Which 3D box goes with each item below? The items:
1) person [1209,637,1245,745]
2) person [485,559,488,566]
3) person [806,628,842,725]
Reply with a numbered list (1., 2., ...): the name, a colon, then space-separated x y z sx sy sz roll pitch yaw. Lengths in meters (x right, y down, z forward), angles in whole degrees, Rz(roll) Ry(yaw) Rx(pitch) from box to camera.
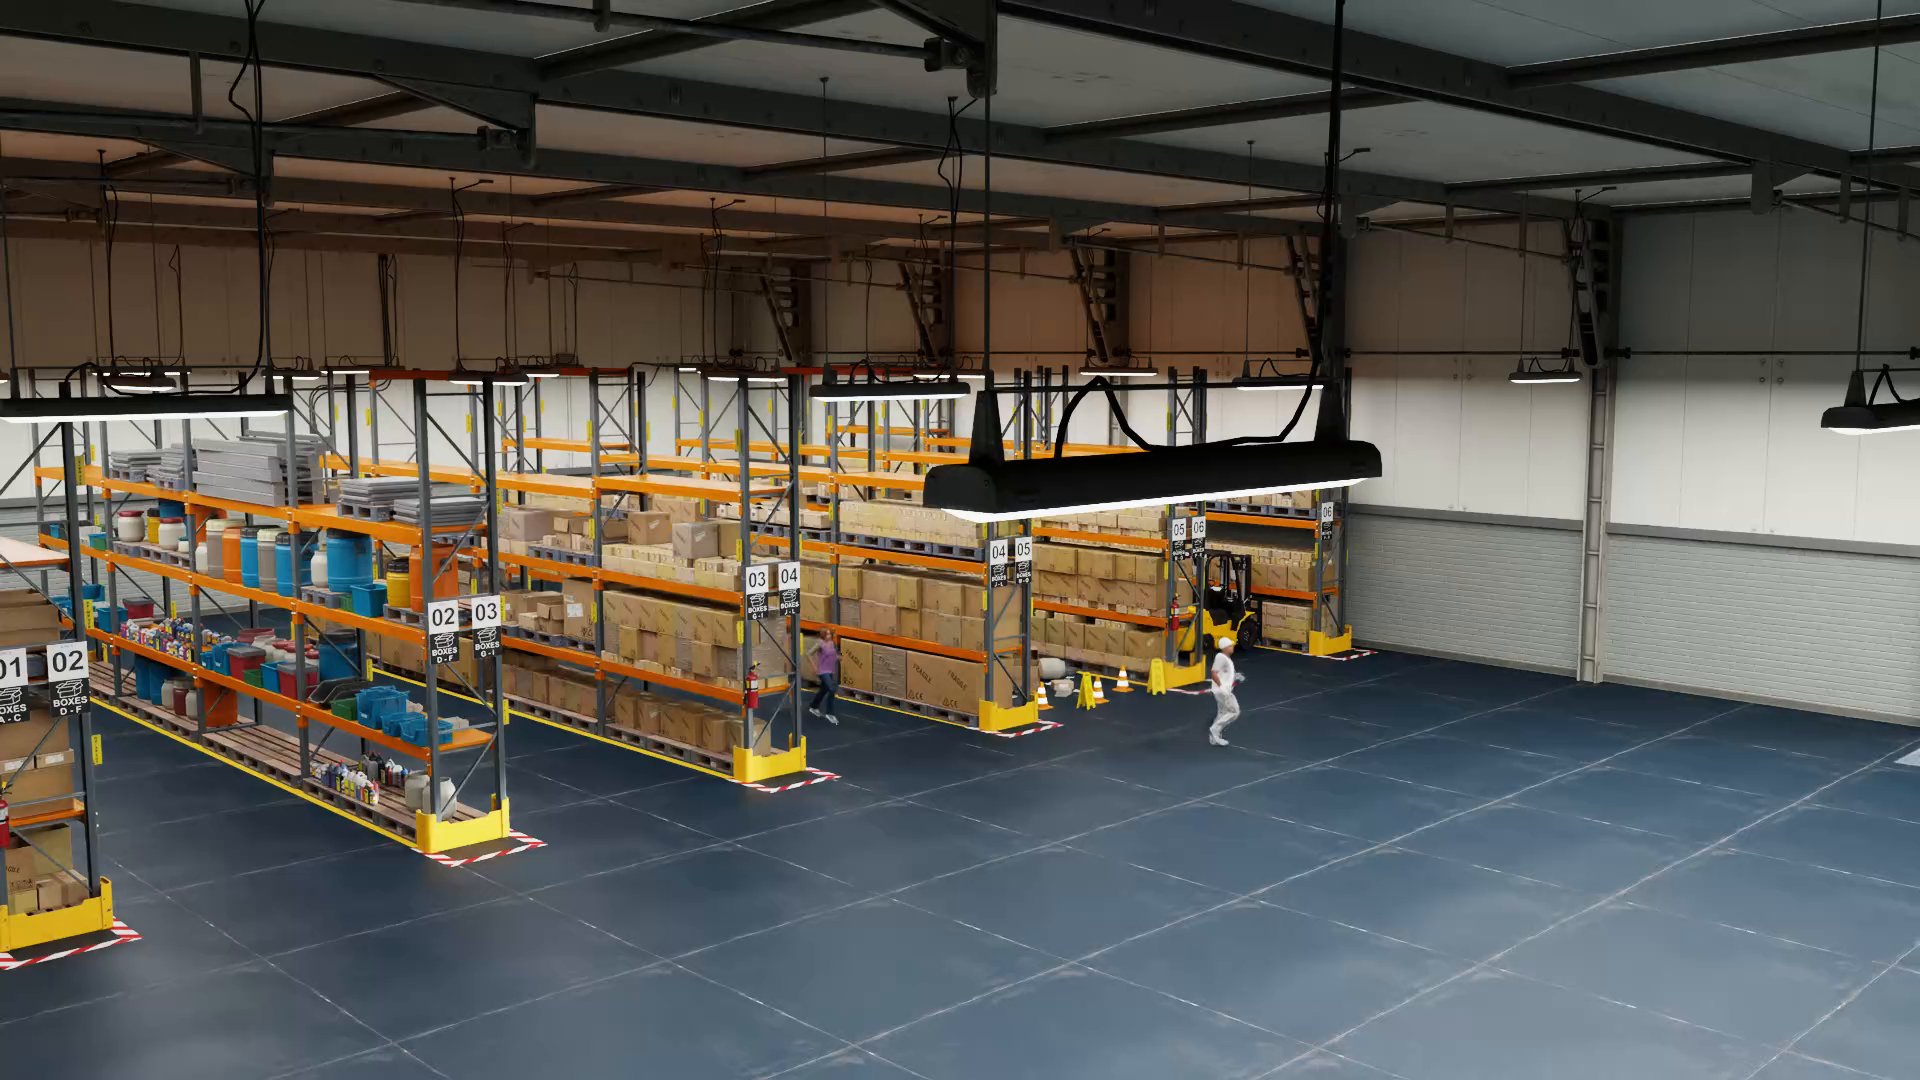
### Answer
1. person: 4.312 2.434 26.841 0.597 1.744 0.655 0 6 2
2. person: -10.559 1.187 37.284 0.731 1.650 0.633 -5 8 -35
3. person: -2.316 2.317 28.522 0.728 1.646 0.507 4 7 29
